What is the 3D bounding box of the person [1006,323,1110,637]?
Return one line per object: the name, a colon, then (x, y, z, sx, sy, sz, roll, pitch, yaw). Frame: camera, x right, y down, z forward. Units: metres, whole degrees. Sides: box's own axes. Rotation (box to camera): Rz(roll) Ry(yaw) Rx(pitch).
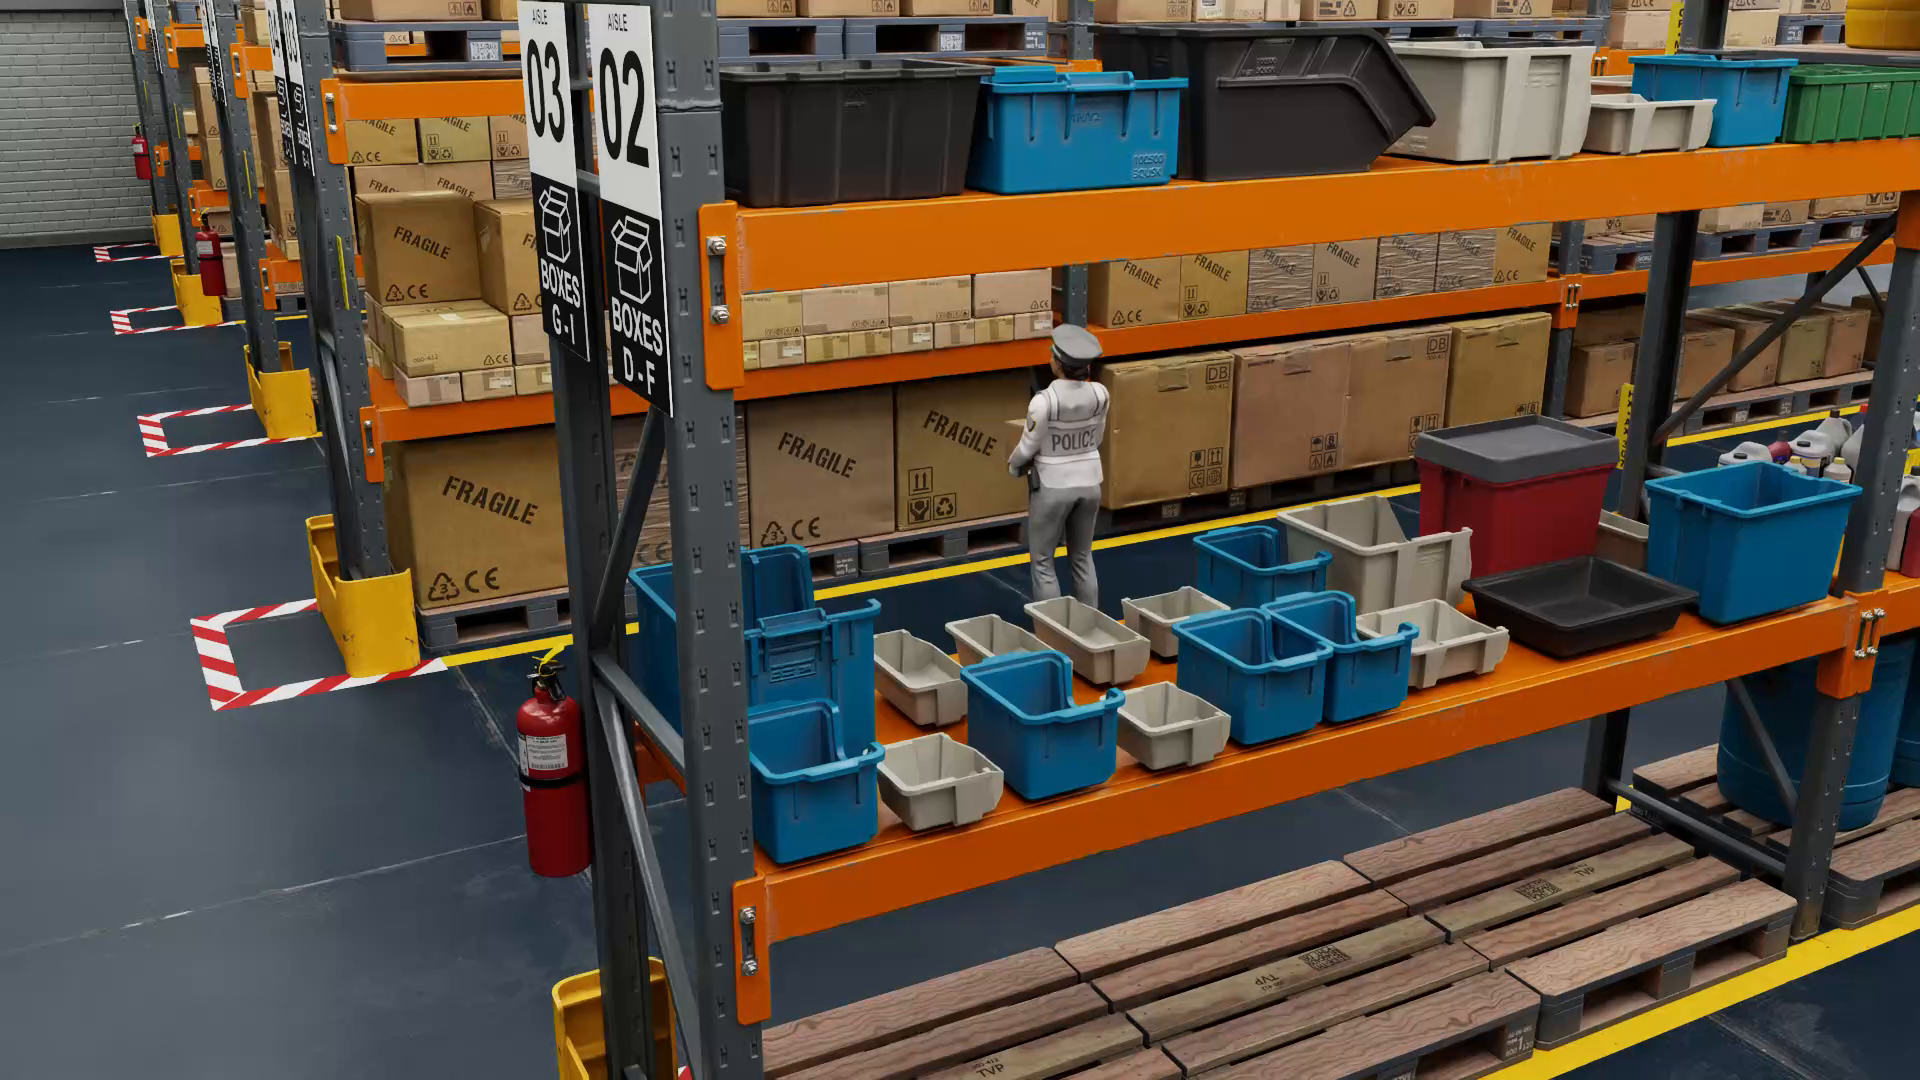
person: (0.485, -0.262, 8.300, 0.460, 1.686, 0.564, -10, 21, -26)
